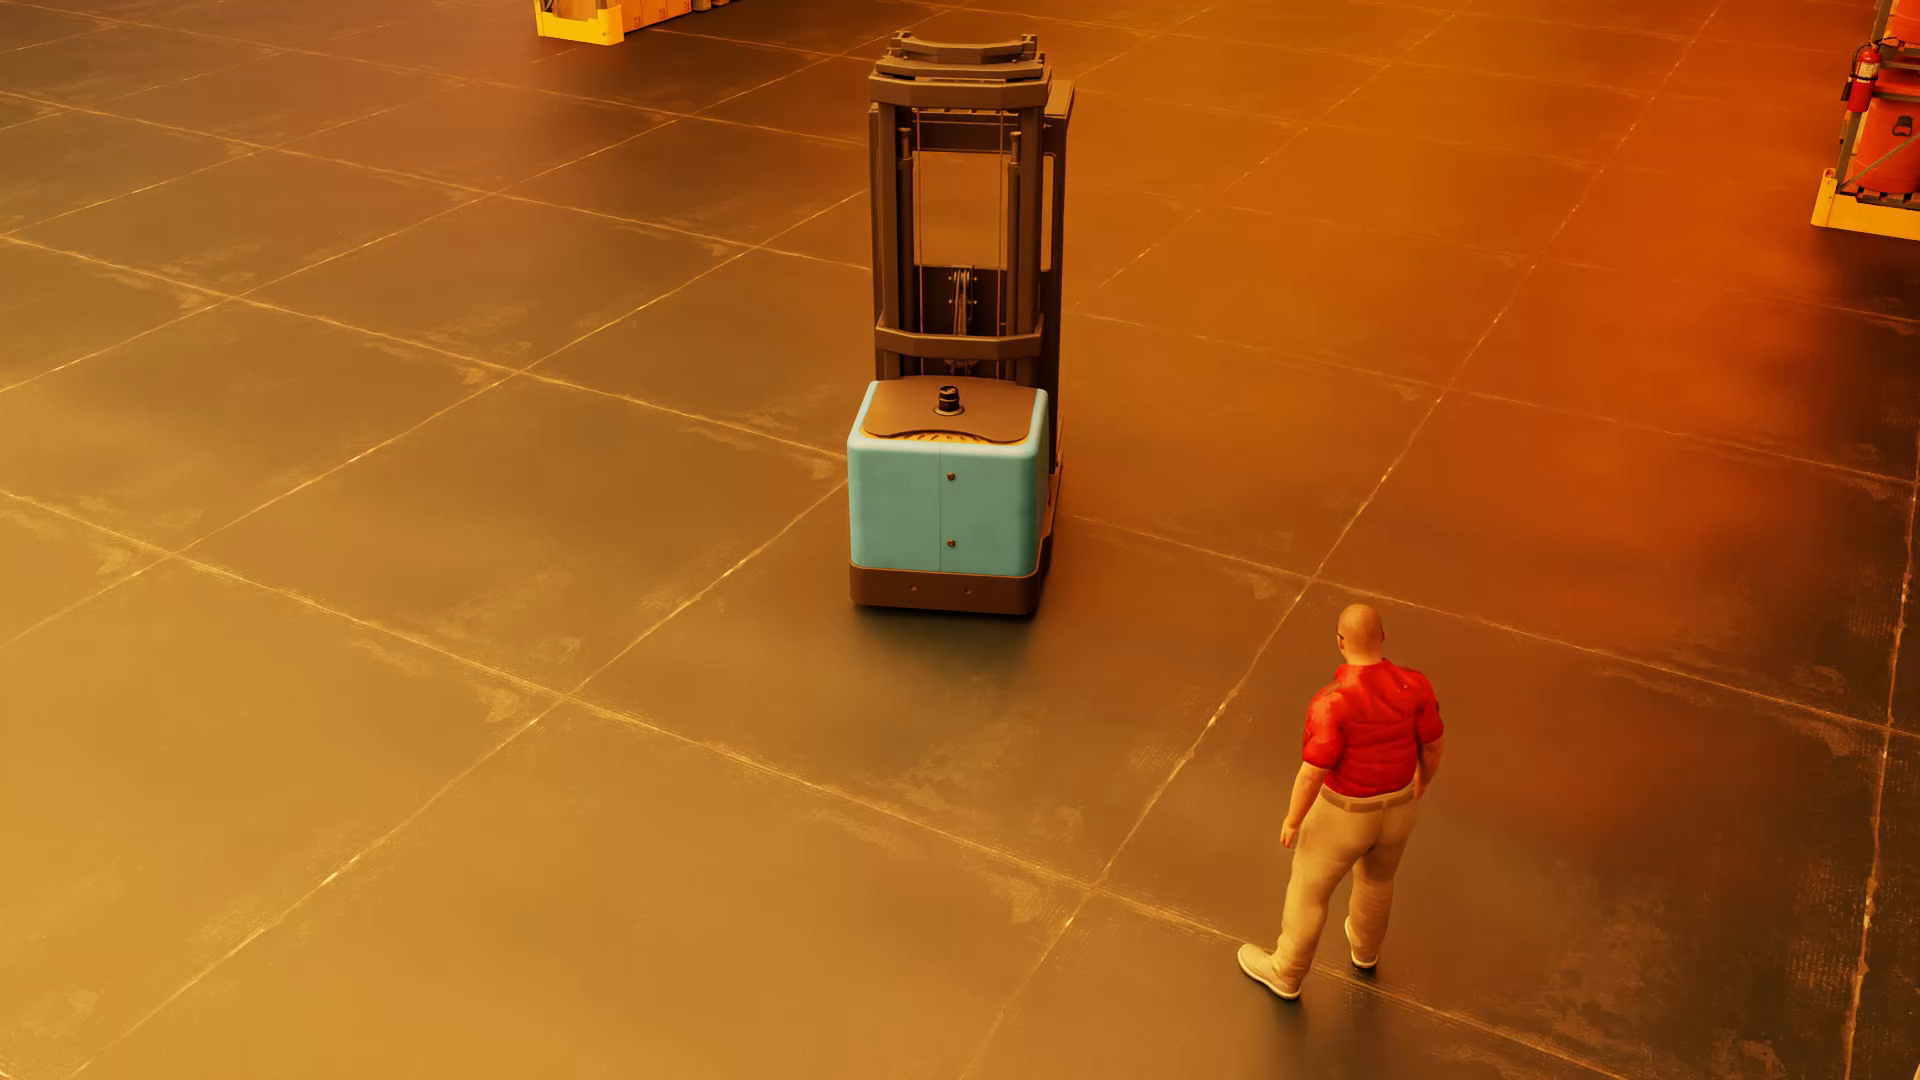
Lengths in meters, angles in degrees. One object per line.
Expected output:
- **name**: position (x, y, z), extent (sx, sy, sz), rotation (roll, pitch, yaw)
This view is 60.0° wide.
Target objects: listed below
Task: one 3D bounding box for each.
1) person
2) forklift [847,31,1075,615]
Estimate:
- **person**: position (1.517, 1.028, 6.494), extent (0.677, 1.735, 0.453), rotation (-9, 31, -16)
- **forklift**: position (0.072, -1.572, 9.794), extent (1.130, 2.935, 3.031), rotation (3, 30, 6)
